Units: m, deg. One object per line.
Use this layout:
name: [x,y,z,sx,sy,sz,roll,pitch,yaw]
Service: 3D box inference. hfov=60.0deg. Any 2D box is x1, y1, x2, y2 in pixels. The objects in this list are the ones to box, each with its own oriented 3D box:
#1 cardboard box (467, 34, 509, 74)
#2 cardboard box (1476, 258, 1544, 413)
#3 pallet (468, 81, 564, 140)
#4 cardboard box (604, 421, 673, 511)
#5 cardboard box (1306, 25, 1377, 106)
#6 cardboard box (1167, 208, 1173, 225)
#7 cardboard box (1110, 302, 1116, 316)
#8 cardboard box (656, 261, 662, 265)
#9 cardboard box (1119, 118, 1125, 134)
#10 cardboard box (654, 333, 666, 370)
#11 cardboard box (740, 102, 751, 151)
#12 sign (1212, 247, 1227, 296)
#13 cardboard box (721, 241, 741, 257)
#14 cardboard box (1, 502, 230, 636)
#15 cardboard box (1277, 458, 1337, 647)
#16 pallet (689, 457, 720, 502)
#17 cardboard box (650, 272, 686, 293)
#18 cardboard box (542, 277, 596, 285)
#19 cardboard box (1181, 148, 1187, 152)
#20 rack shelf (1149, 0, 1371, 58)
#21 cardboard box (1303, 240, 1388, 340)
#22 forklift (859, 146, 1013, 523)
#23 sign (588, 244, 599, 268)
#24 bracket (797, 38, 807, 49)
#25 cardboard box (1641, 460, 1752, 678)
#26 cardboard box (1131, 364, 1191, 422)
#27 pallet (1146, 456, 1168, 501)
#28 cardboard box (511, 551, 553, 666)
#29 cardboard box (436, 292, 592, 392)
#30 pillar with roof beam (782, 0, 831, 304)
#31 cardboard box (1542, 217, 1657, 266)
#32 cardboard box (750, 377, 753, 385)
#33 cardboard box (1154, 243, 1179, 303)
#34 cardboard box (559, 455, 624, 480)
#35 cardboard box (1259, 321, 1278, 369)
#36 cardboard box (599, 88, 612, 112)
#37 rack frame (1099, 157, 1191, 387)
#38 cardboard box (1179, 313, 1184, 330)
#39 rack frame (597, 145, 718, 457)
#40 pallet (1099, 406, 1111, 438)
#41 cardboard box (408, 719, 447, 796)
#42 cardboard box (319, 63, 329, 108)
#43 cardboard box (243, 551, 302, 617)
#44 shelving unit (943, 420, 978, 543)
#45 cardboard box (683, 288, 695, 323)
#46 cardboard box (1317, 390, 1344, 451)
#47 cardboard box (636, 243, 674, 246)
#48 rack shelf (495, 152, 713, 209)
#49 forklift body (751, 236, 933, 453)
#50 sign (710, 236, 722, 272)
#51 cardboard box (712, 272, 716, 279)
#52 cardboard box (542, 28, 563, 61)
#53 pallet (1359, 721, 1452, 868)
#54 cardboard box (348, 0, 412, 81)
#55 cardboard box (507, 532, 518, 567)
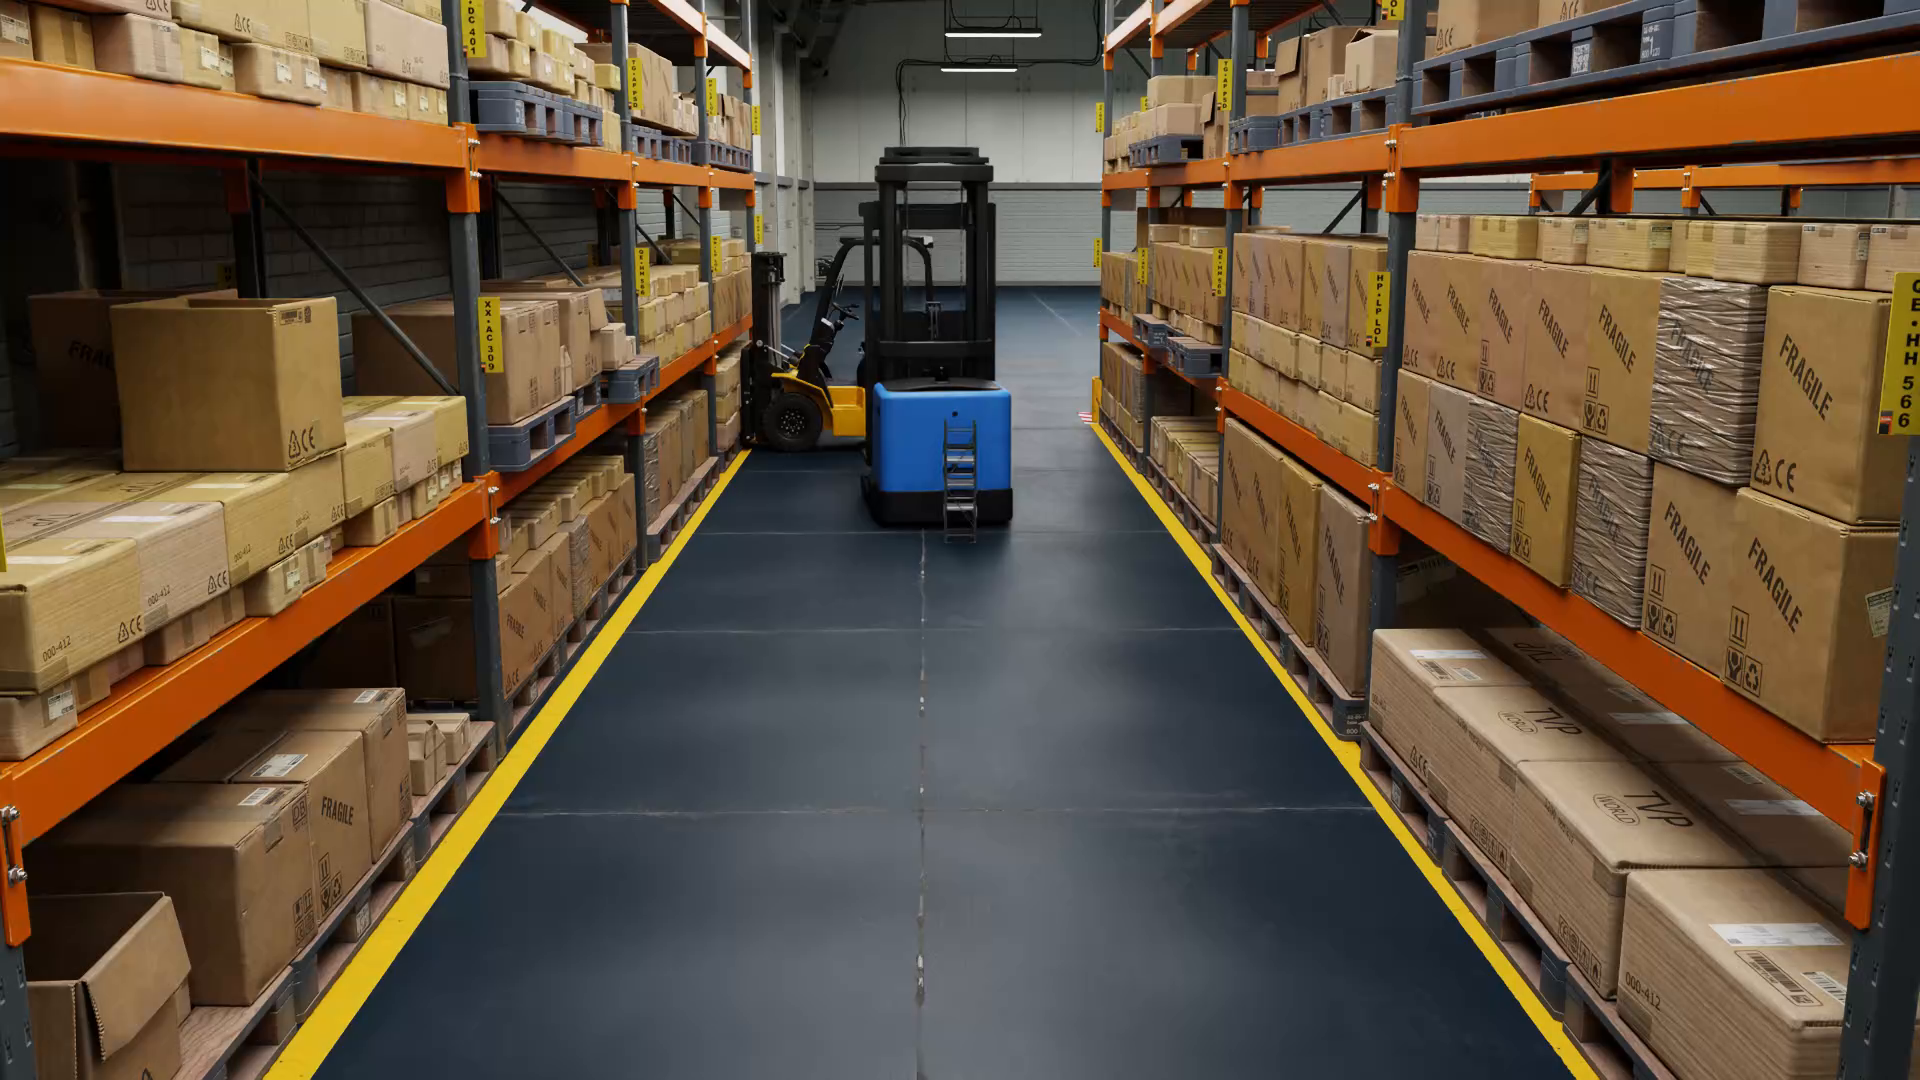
cardboard box: [-2.196,-2.126,7.275,0.380,0.149,0.250,0,11,0]
cardboard box: [2.146,-0.726,5.825,0.500,0.500,0.500,0,11,0]
pallet: [-2.531,-1.971,7.660,1.213,0.211,1.003,0,11,-1]
cardboard box: [-2.691,-0.554,12.664,0.875,0.625,0.625,0,11,1]
cardboard box: [2.503,-2.808,10.006,0.700,0.500,0.500,-1,11,-4]
cardboard box: [2.445,-3.049,16.532,0.700,0.500,0.500,0,11,-2]
cardboard box: [1.830,-2.525,18.091,0.380,0.149,0.250,0,11,0]
cardboard box: [-3.053,-2.586,15.877,0.380,0.149,0.250,0,11,0]
cardboard box: [1.850,-4.285,17.217,0.380,0.149,0.250,0,11,0]
cardboard box: [-2.441,-1.374,12.166,0.500,0.250,0.500,0,11,-2]
cardboard box: [-2.583,-4.536,18.268,0.500,0.500,0.500,0,11,1]
sign: [1.750,-1.804,11.195,0.100,0.325,0.005,0,11,-1]
cardboard box: [-2.491,-3.038,17.358,0.380,0.149,0.250,0,11,0]
cardboard box: [-2.256,0.068,4.309,0.500,0.250,0.500,0,11,-1]
cardboard box: [2.256,0.049,9.063,0.875,0.875,0.875,0,11,0]
pallet: [-2.699,-0.541,14.694,1.003,0.211,1.213,0,11,-1]
cardboard box: [-2.385,-2.047,13.223,0.380,0.149,0.250,-1,11,-3]
cardboard box: [-2.943,-1.893,12.464,0.380,0.149,0.250,0,11,-1]
cardboard box: [1.931,-3.704,15.357,0.500,0.250,0.500,0,11,-2]
rack shelf: [2.251,-4.069,12.797,1.077,0.370,4.000,0,11,-1]
cardboard box: [2.106,-1.315,8.730,0.500,0.500,0.500,0,11,1]
forklift: [-0.279,-1.811,14.115,1.130,2.935,3.031,-1,12,-7]
sign: [-3.308,-2.514,15.031,0.100,0.325,0.005,0,11,-1]
bracket: [-3.855,-12.101,40.518,0.235,0.232,0.430,0,11,-1]
cardboard box: [2.188,0.067,4.433,0.500,0.500,0.500,0,11,-2]
cardboard box: [1.929,-1.417,15.973,0.500,0.500,0.500,0,11,-2]
pallet: [2.227,-0.553,14.756,1.003,0.211,1.213,0,11,-1]
cardboard box: [-2.394,0.353,8.506,0.500,0.500,0.500,0,11,-2]
cardboard box: [-2.401,-1.074,9.002,0.700,0.500,0.500,0,11,-1]
pillar with roof beam: [0.086,-10.435,41.363,9.100,9.000,0.548,0,11,-1]
cardboard box: [2.135,-0.975,5.422,0.380,0.149,0.250,0,11,-1]
cardboard box: [-2.482,-1.654,17.771,0.500,0.250,0.500,0,11,-2]
cardboard box: [1.943,-2.281,14.204,0.500,0.500,0.500,0,11,-1]
cardboard box: [-2.407,-0.460,10.882,0.380,0.149,0.250,-1,11,-4]
cardboard box: [2.063,-1.148,9.791,0.500,0.250,0.500,0,11,-1]
cardboard box: [-2.422,-2.781,10.553,0.380,0.149,0.250,0,11,0]
rack frame: [2.127,-2.870,19.161,1.000,3.000,0.127,0,11,-1]
cardboard box: [1.939,-1.734,13.139,0.380,0.149,0.250,-1,11,-3]
rack frame: [-2.753,-2.054,15.137,1.000,3.000,0.127,0,11,-1]
pallet: [2.110,-1.327,18.567,1.003,0.211,1.213,0,11,-1]
cardboard box: [-2.275,0.851,6.639,0.396,0.266,0.258,0,11,1]
cardboard box: [-2.298,-1.486,5.426,0.380,0.149,0.250,0,11,-1]
cardboard box: [-2.214,0.132,4.995,0.380,0.149,0.250,-1,11,-3]
shelving unit: [0.000,-0.439,12.462,0.258,0.900,0.210,0,11,-1]
cardboard box: [-2.465,-1.925,13.622,0.500,0.250,0.500,0,11,0]
cardboard box: [2.104,-0.600,8.351,0.500,0.250,0.500,0,11,-2]
cardboard box: [-3.056,-2.883,16.596,0.380,0.149,0.250,0,11,-2]
rack shelf: [-2.712,-2.774,12.951,1.077,0.370,4.000,0,11,-1]
forklift body: [-0.973,-2.063,17.320,2.313,2.155,1.214,0,11,-1]
sign: [-2.211,-2.586,15.051,0.100,0.325,0.005,0,11,-1]
cardboard box: [-2.504,-2.536,15.634,0.380,0.149,0.250,0,11,0]
cardboard box: [-2.251,-2.528,8.507,0.380,0.149,0.250,0,11,-1]
pallet: [2.312,1.034,6.934,1.003,0.211,1.213,0,11,-1]
cardboard box: [-2.306,-1.808,6.009,0.500,0.250,0.500,-1,11,-3]
cardboard box: [-2.429,0.060,8.319,0.380,0.149,0.250,-1,11,-4]
